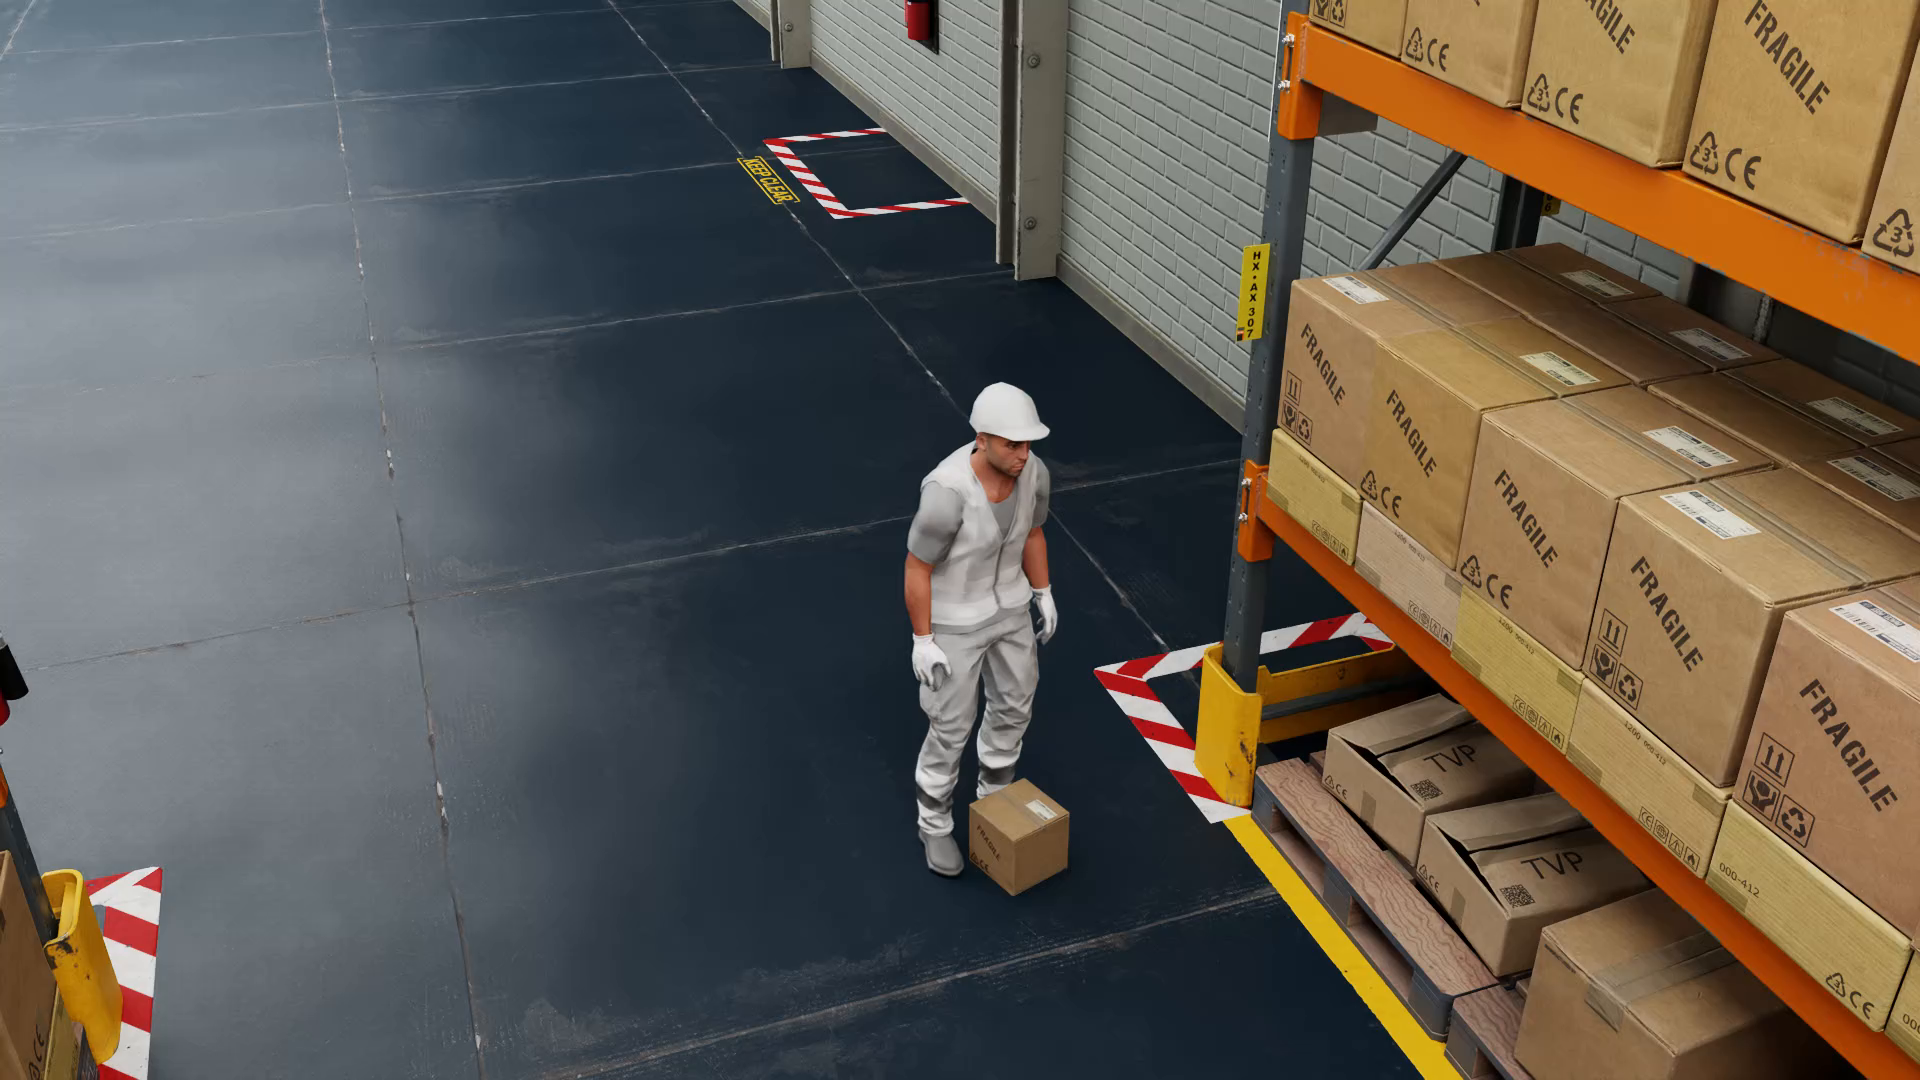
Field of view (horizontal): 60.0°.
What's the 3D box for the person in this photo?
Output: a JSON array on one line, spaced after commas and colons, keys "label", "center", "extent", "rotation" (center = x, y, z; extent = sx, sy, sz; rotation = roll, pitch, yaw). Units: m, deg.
[{"label": "person", "center": [0.085, 0.281, 5.619], "extent": [0.616, 1.778, 0.453], "rotation": [-21, 35, -32]}]
